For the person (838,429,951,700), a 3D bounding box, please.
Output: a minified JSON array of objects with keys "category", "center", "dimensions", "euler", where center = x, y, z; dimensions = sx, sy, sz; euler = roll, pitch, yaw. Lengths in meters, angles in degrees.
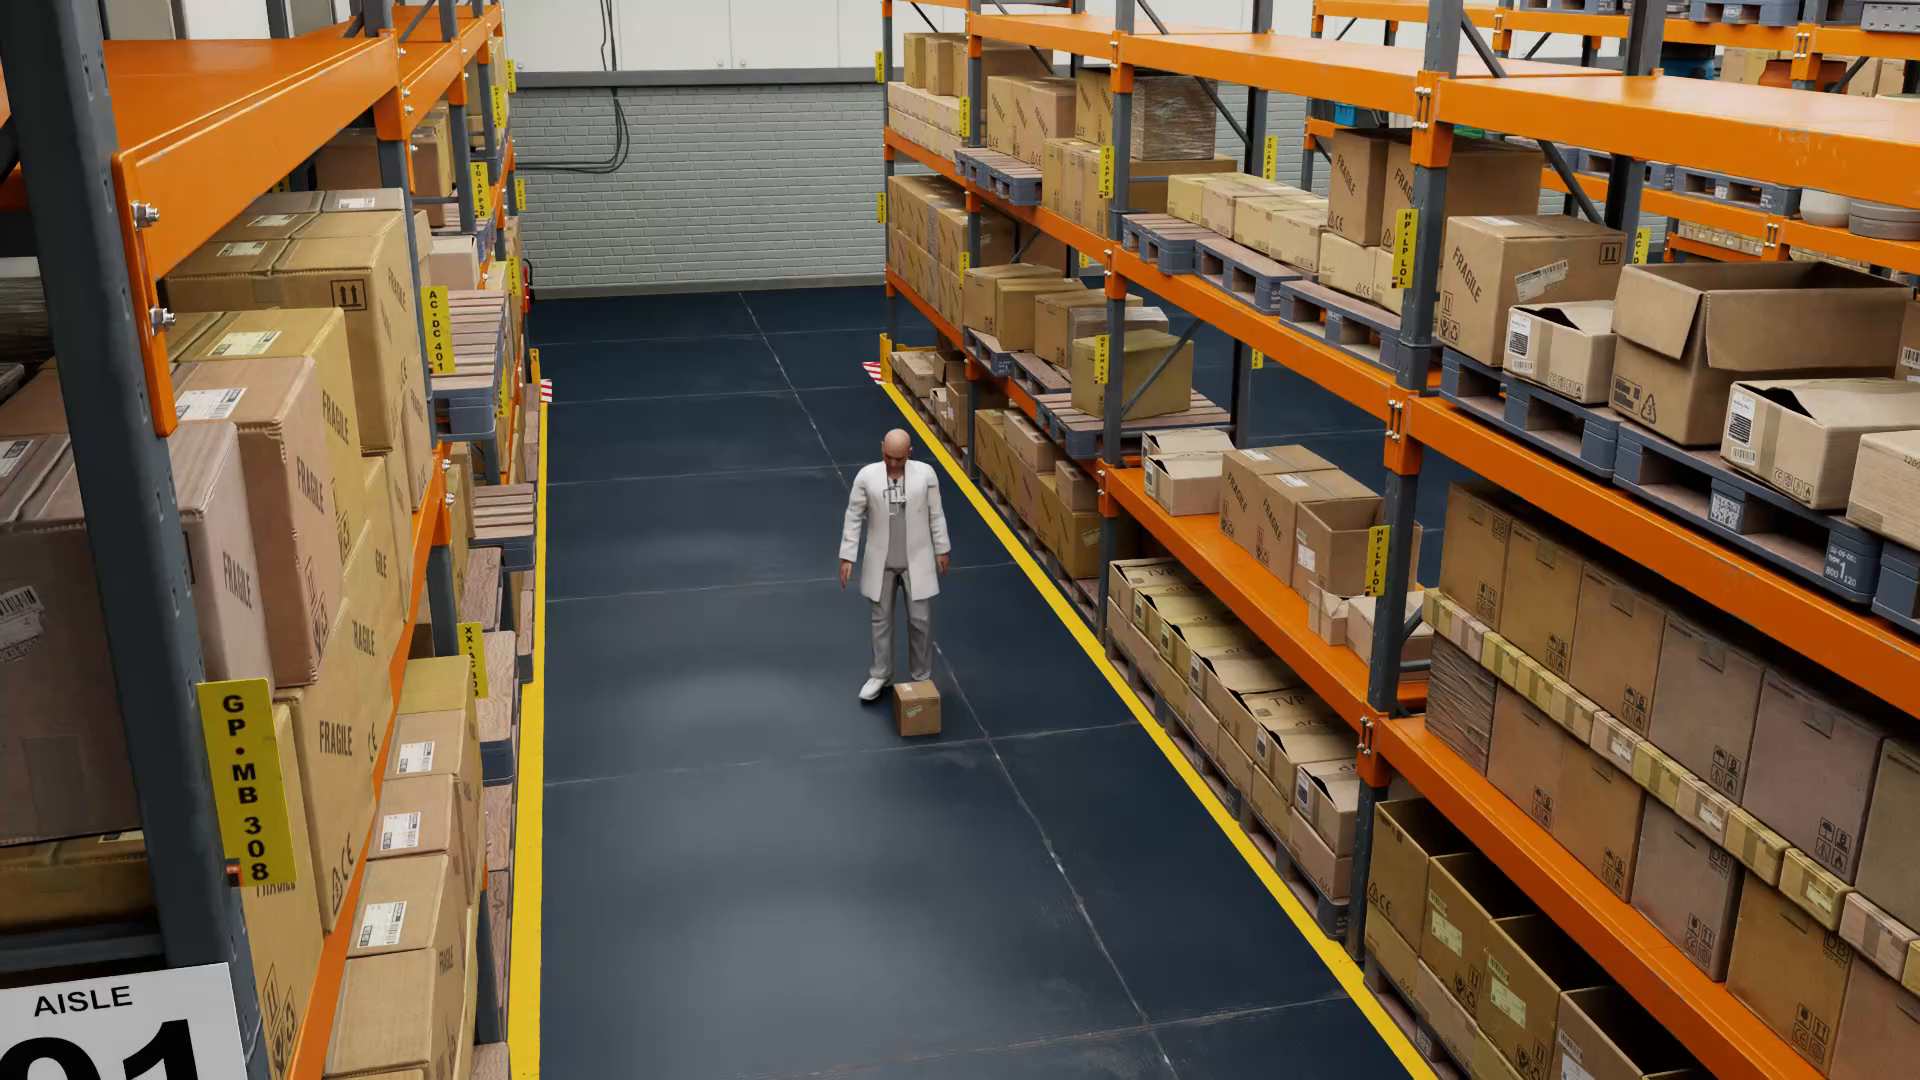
[{"category":"person","center":[-0.419,0.174,10.608],"dimensions":[0.710,1.823,0.418],"euler":[1,19,2]}]
